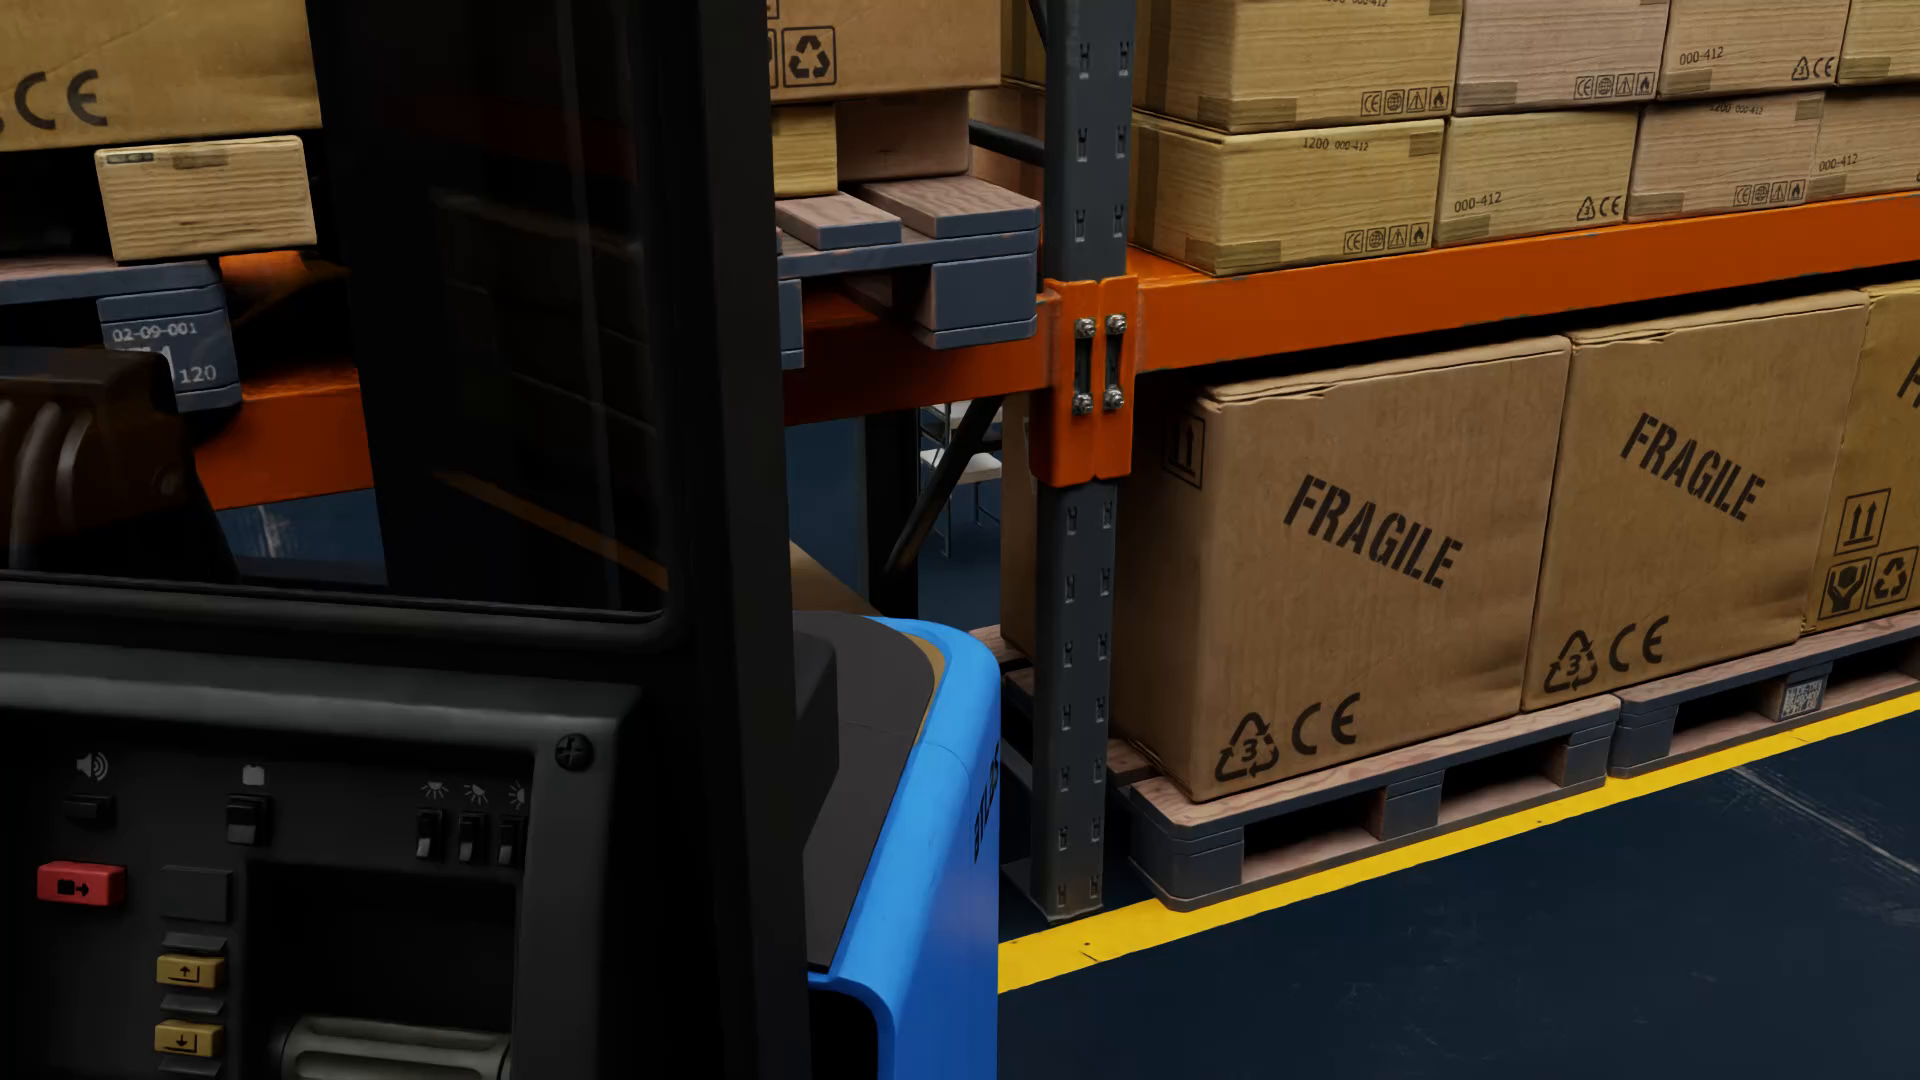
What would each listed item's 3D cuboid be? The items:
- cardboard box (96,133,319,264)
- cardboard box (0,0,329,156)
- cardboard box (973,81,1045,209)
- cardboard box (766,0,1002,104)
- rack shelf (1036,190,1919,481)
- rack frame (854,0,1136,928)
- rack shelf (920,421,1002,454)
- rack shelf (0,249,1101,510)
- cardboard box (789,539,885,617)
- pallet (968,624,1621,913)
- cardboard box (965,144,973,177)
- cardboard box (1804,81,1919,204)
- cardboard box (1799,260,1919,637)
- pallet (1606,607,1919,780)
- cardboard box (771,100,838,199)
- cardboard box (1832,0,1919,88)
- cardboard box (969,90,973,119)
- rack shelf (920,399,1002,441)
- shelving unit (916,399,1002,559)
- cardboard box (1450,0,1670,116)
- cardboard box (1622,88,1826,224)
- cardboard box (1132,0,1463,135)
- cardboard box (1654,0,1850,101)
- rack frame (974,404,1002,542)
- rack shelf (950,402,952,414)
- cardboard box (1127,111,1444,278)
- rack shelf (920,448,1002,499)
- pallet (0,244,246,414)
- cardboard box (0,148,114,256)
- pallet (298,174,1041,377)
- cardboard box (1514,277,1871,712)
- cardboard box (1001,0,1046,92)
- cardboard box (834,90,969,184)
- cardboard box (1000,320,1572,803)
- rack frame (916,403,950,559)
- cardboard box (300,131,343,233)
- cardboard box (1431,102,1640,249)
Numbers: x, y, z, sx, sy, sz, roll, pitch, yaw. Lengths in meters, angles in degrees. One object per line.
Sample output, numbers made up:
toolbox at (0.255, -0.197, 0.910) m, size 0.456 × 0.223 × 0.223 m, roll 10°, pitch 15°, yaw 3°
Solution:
cardboard box at (-1.063, -0.512, 2.344) m, size 0.250 × 0.149 × 0.380 m, roll -10°, pitch 24°, yaw -23°
cardboard box at (-1.184, -0.818, 2.237) m, size 0.500 × 0.500 × 0.500 m, roll -12°, pitch 25°, yaw -27°
cardboard box at (0.364, -0.890, 3.674) m, size 0.500 × 0.250 × 0.500 m, roll -11°, pitch 25°, yaw -25°
cardboard box at (-0.268, -0.992, 2.656) m, size 0.500 × 0.500 × 0.500 m, roll -11°, pitch 25°, yaw -25°
rack shelf at (1.823, -0.785, 4.165) m, size 4.000 × 0.370 × 1.077 m, roll -10°, pitch 25°, yaw -24°
rack frame at (0.021, -0.786, 3.226) m, size 0.127 × 3.000 × 1.000 m, roll -10°, pitch 25°, yaw -24°
rack shelf at (0.007, -0.303, 5.128) m, size 0.200 × 0.077 × 0.258 m, roll -10°, pitch 25°, yaw -24°
rack shelf at (-1.781, -0.122, 2.562) m, size 4.000 × 0.370 × 1.077 m, roll -10°, pitch 25°, yaw -24°
cardboard box at (-0.493, 0.325, 3.430) m, size 0.625 × 0.372 × 0.950 m, roll -12°, pitch 25°, yaw -27°
pallet at (0.764, 0.398, 4.013) m, size 1.213 × 0.211 × 1.003 m, roll -10°, pitch 25°, yaw -24°
cardboard box at (-0.097, -1.799, 8.394) m, size 0.500 × 0.500 × 0.500 m, roll -11°, pitch 25°, yaw -25°
cardboard box at (1.944, -0.970, 3.868) m, size 0.500 × 0.250 × 0.500 m, roll -10°, pitch 25°, yaw -24°
cardboard box at (2.290, -0.379, 4.472) m, size 0.875 × 0.875 × 0.875 m, roll -10°, pitch 24°, yaw -22°
pallet at (1.862, 0.197, 4.498) m, size 1.213 × 0.211 × 1.003 m, roll -10°, pitch 25°, yaw -24°
cardboard box at (-0.383, -0.659, 2.699) m, size 0.250 × 0.149 × 0.380 m, roll -10°, pitch 25°, yaw -23°
cardboard box at (1.968, -1.190, 3.745) m, size 0.500 × 0.250 × 0.500 m, roll -10°, pitch 24°, yaw -23°
cardboard box at (-0.114, -2.140, 8.237) m, size 0.500 × 0.250 × 0.500 m, roll -12°, pitch 25°, yaw -26°
rack shelf at (0.007, -0.386, 5.094) m, size 0.200 × 0.077 × 0.258 m, roll -10°, pitch 25°, yaw -24°
shelving unit at (0.007, -0.417, 5.081) m, size 0.210 × 0.900 × 0.258 m, roll -10°, pitch 25°, yaw -24°
cardboard box at (1.051, -1.032, 3.363) m, size 0.500 × 0.250 × 0.500 m, roll -10°, pitch 24°, yaw -22°
cardboard box at (1.501, -0.887, 3.667) m, size 0.500 × 0.250 × 0.500 m, roll -10°, pitch 24°, yaw -22°
cardboard box at (0.584, -0.946, 3.157) m, size 0.500 × 0.250 × 0.500 m, roll -11°, pitch 25°, yaw -24°
cardboard box at (1.505, -1.110, 3.552) m, size 0.500 × 0.250 × 0.500 m, roll -11°, pitch 25°, yaw -24°
rack frame at (0.099, -0.434, 5.122) m, size 0.006 × 0.900 × 0.240 m, roll -10°, pitch 25°, yaw -24°
rack shelf at (0.007, -0.469, 5.059) m, size 0.200 × 0.077 × 0.258 m, roll -10°, pitch 25°, yaw -24°
cardboard box at (0.571, -0.711, 3.241) m, size 0.500 × 0.250 × 0.500 m, roll -11°, pitch 25°, yaw -25°
rack shelf at (0.007, -0.220, 5.163) m, size 0.200 × 0.077 × 0.258 m, roll -10°, pitch 25°, yaw -24°
pallet at (-1.745, -0.355, 2.435) m, size 1.213 × 0.211 × 1.003 m, roll -10°, pitch 25°, yaw -24°
cardboard box at (-1.344, -0.514, 2.349) m, size 0.250 × 0.149 × 0.380 m, roll -10°, pitch 25°, yaw -23°
pallet at (-0.575, -0.542, 2.889) m, size 1.003 × 0.211 × 1.213 m, roll -10°, pitch 25°, yaw -24°
cardboard box at (1.485, -0.230, 4.114) m, size 0.875 × 0.875 × 0.875 m, roll -10°, pitch 25°, yaw -23°
cardboard box at (0.347, -1.115, 3.565) m, size 0.500 × 0.250 × 0.500 m, roll -11°, pitch 25°, yaw -24°
cardboard box at (-0.173, -0.728, 2.867) m, size 0.250 × 0.149 × 0.380 m, roll -9°, pitch 24°, yaw -22°
cardboard box at (0.679, -0.084, 3.760) m, size 0.875 × 0.875 × 0.875 m, roll -11°, pitch 25°, yaw -24°
rack frame at (-0.084, -0.400, 5.040) m, size 0.006 × 0.900 × 0.240 m, roll -10°, pitch 25°, yaw -24°
cardboard box at (-0.821, -0.563, 2.466) m, size 0.250 × 0.149 × 0.380 m, roll -12°, pitch 25°, yaw -26°
cardboard box at (1.026, -0.802, 3.462) m, size 0.500 × 0.250 × 0.500 m, roll -11°, pitch 25°, yaw -25°
